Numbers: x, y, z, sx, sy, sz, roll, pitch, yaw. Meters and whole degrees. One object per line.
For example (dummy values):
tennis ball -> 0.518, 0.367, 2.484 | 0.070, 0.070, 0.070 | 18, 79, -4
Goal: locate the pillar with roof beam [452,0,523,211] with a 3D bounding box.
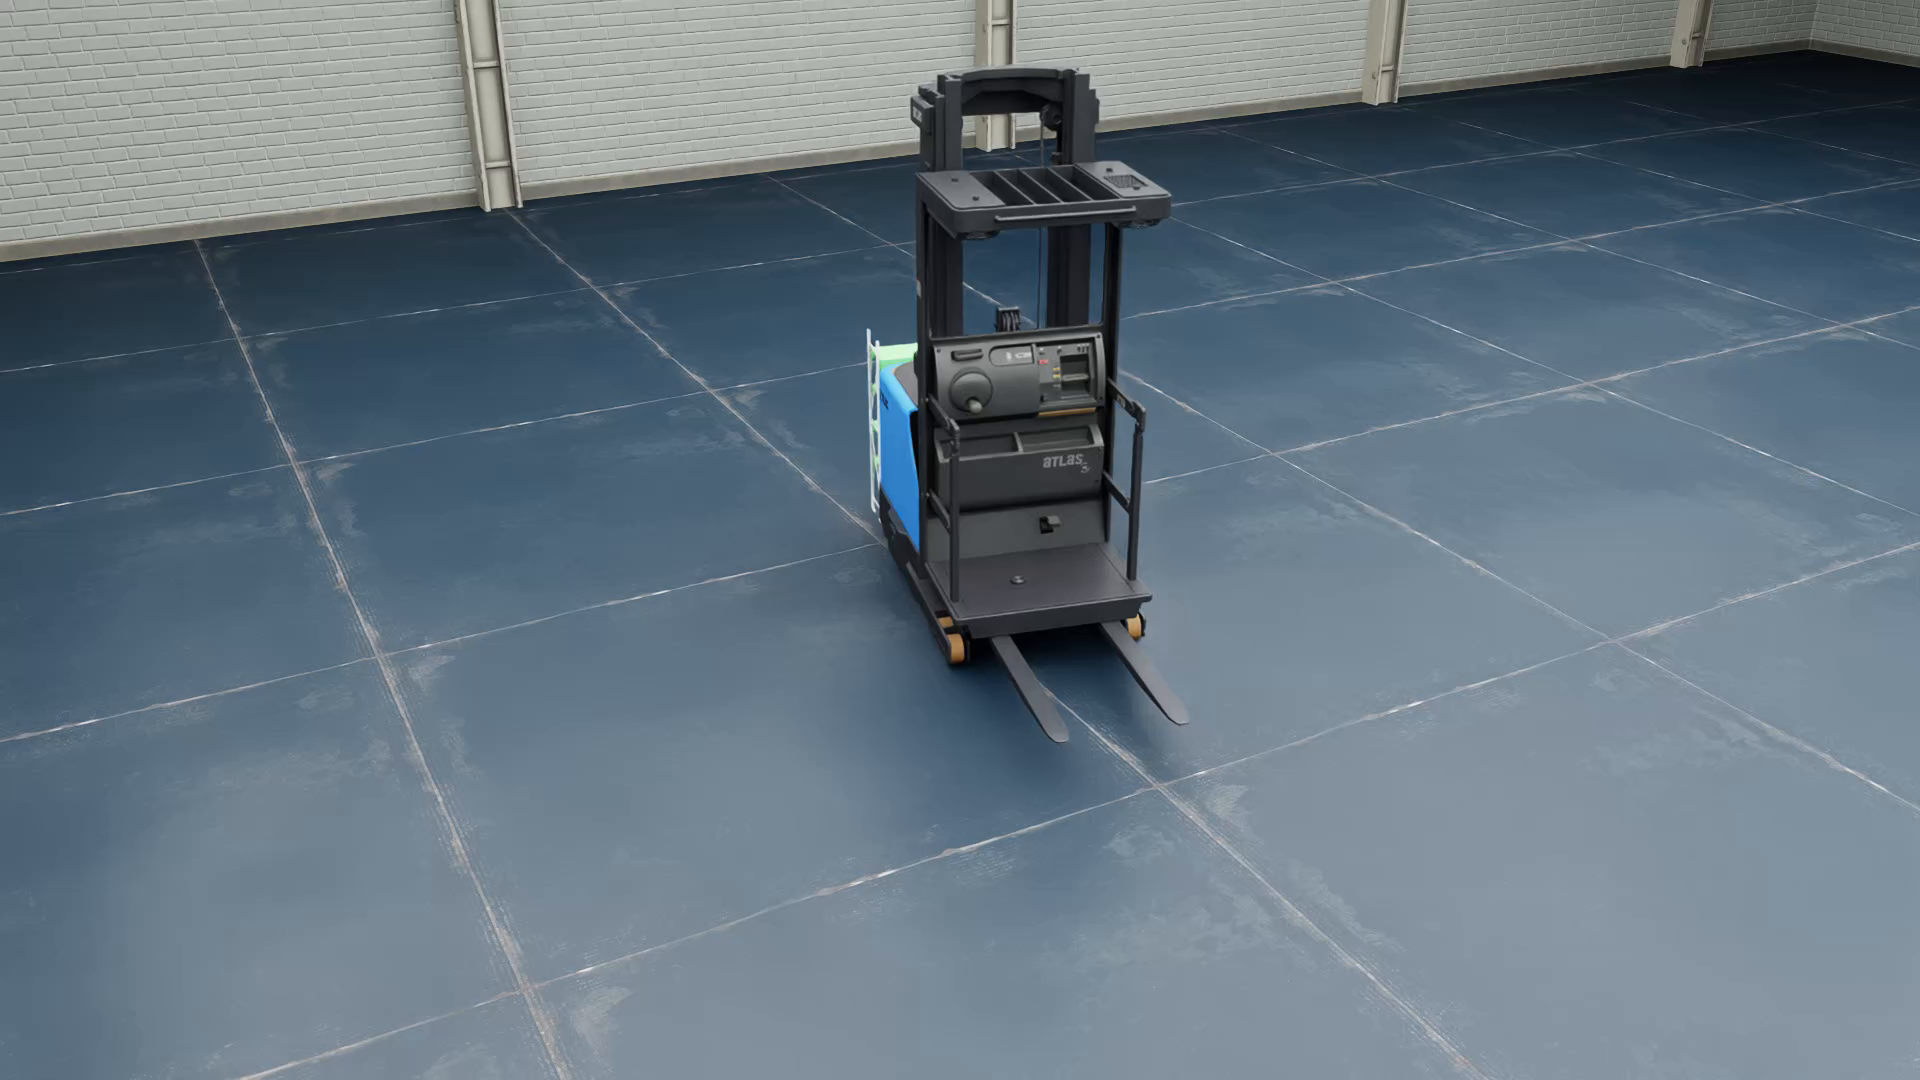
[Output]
pillar with roof beam -> -2.842, -5.953, 12.251 | 0.400, 9.000, 9.100 | -13, 29, -25

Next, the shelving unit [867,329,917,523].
shelving unit -> -0.293, -0.727, 10.379 | 0.503, 1.200, 0.258 | -7, 27, -15

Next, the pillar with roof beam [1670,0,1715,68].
pillar with roof beam -> 13.040, -9.619, 19.887 | 0.400, 9.000, 9.100 | -13, 29, -25

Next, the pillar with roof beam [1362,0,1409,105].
pillar with roof beam -> 7.746, -8.397, 17.342 | 0.400, 9.000, 9.100 | -13, 29, -25

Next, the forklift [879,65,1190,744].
forklift -> 0.378, -0.844, 8.622 | 1.130, 2.935, 3.031 | -7, 26, -14

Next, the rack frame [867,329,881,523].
rack frame -> -0.527, -0.697, 10.316 | 0.015, 1.200, 0.240 | -7, 27, -15

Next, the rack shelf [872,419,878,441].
rack shelf -> -0.293, -0.670, 10.406 | 0.480, 0.148, 0.258 | -7, 27, -15

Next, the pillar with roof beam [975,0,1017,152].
pillar with roof beam -> 2.452, -7.175, 14.797 | 0.400, 9.000, 9.100 | -13, 29, -25

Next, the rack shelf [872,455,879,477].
rack shelf -> -0.293, -0.453, 10.510 | 0.480, 0.148, 0.258 | -7, 27, -15

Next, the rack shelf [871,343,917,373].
rack shelf -> -0.293, -1.102, 10.198 | 0.480, 0.148, 0.258 | -7, 27, -15

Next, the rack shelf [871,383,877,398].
rack shelf -> -0.293, -0.886, 10.302 | 0.480, 0.148, 0.258 | -7, 27, -15
